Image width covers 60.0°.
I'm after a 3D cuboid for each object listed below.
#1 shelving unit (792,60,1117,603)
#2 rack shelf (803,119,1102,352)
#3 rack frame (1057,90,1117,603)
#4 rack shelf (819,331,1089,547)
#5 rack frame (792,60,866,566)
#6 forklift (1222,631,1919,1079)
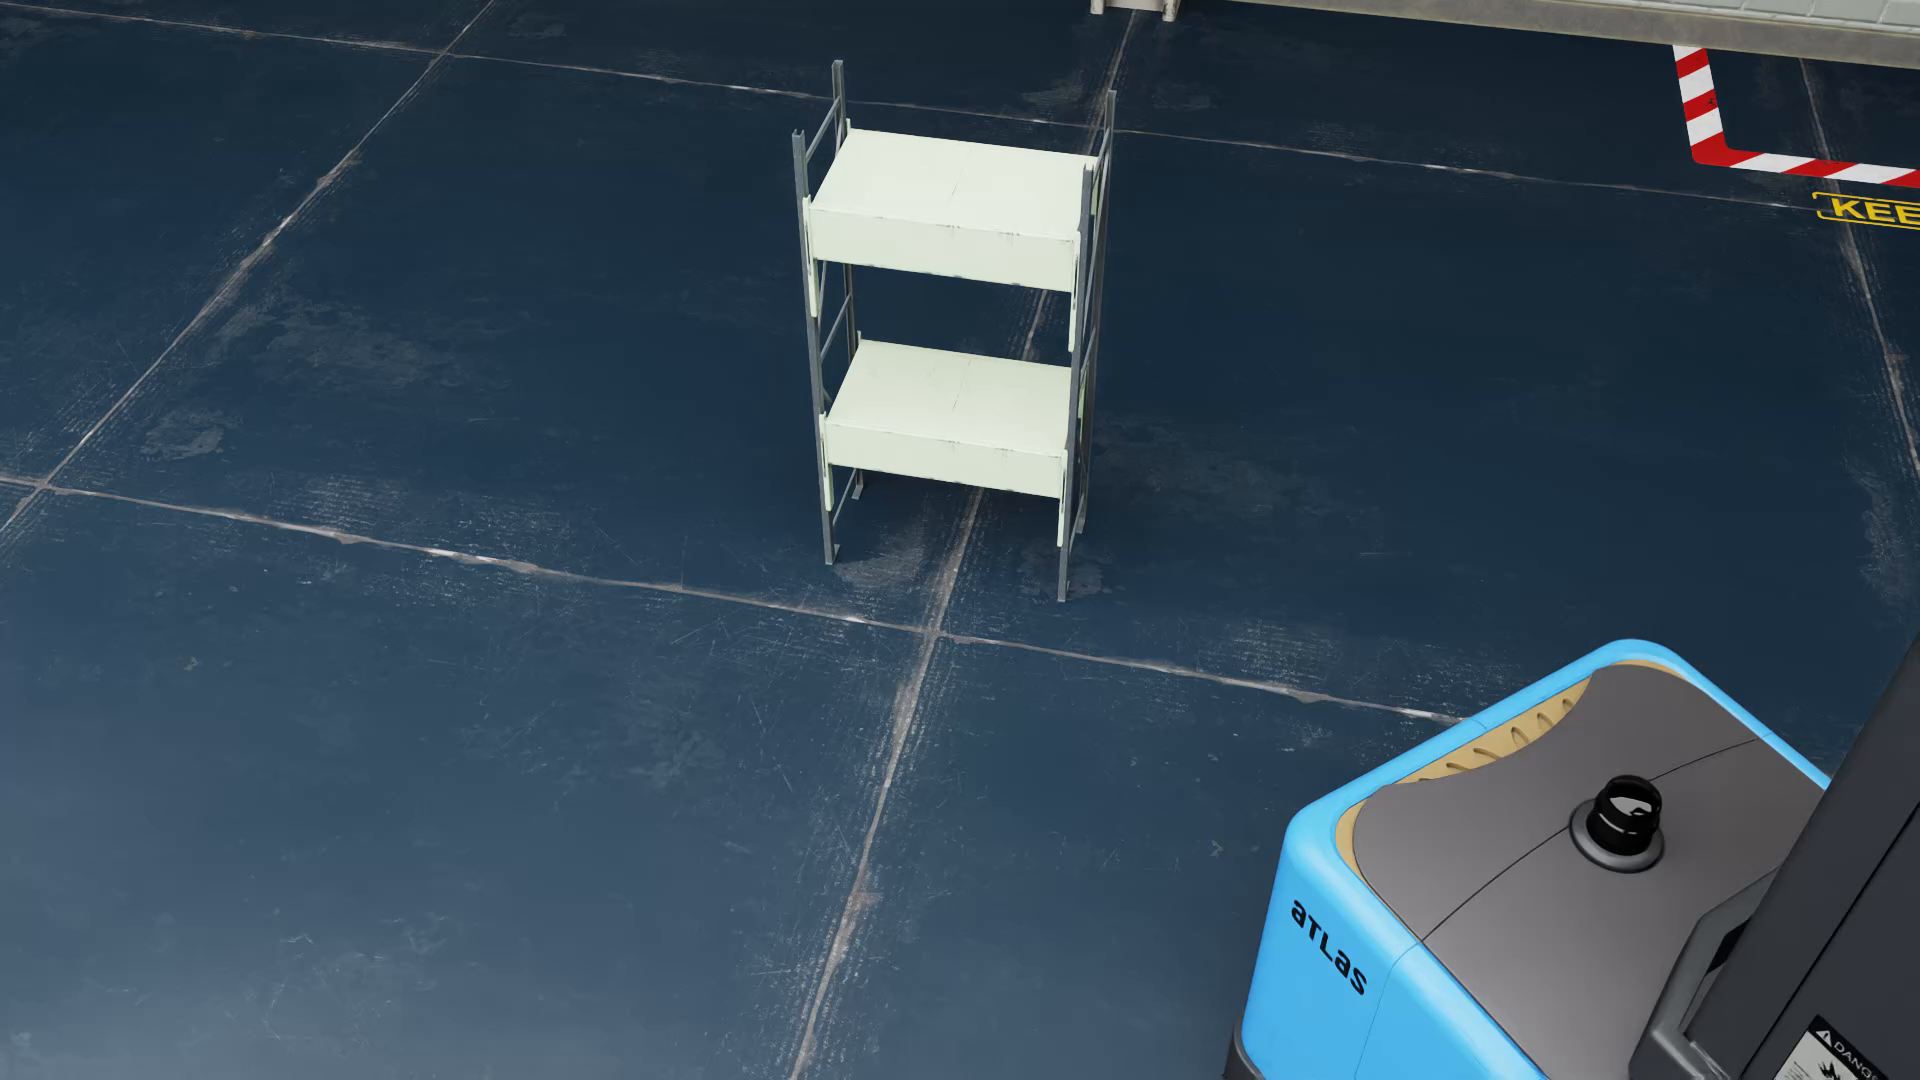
[{"bbox_3d":[-0.007,-0.541,4.731,0.755,1.500,0.431,9,45,9],"label":"shelving unit"},{"bbox_3d":[-0.007,-0.823,4.460,0.720,0.370,0.431,9,45,9],"label":"rack shelf"},{"bbox_3d":[0.351,-0.486,4.673,0.023,1.500,0.400,9,45,9],"label":"rack frame"},{"bbox_3d":[-0.007,-0.306,4.957,0.720,0.370,0.431,9,45,9],"label":"rack shelf"},{"bbox_3d":[-0.364,-0.597,4.789,0.023,1.500,0.400,9,45,9],"label":"rack frame"},{"bbox_3d":[1.796,0.950,2.149,1.130,2.935,3.031,-23,48,-22],"label":"forklift"}]
